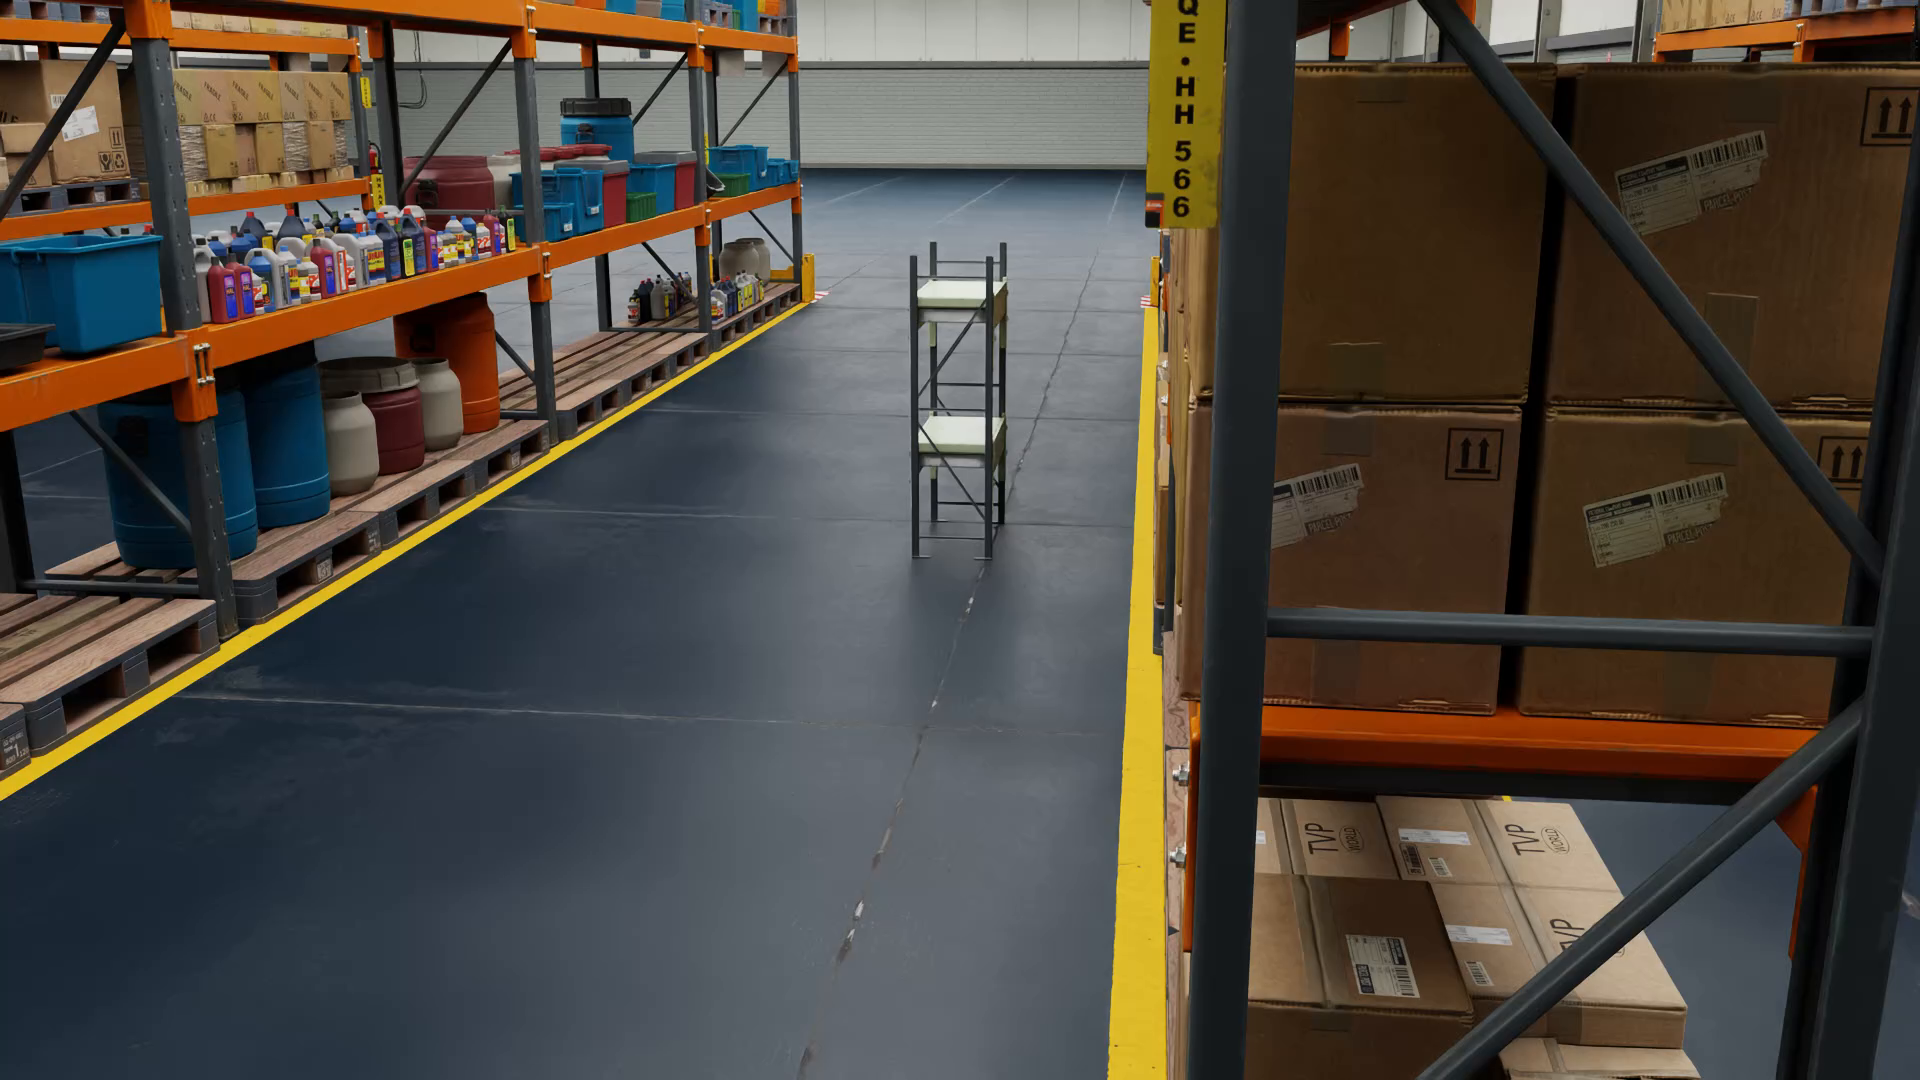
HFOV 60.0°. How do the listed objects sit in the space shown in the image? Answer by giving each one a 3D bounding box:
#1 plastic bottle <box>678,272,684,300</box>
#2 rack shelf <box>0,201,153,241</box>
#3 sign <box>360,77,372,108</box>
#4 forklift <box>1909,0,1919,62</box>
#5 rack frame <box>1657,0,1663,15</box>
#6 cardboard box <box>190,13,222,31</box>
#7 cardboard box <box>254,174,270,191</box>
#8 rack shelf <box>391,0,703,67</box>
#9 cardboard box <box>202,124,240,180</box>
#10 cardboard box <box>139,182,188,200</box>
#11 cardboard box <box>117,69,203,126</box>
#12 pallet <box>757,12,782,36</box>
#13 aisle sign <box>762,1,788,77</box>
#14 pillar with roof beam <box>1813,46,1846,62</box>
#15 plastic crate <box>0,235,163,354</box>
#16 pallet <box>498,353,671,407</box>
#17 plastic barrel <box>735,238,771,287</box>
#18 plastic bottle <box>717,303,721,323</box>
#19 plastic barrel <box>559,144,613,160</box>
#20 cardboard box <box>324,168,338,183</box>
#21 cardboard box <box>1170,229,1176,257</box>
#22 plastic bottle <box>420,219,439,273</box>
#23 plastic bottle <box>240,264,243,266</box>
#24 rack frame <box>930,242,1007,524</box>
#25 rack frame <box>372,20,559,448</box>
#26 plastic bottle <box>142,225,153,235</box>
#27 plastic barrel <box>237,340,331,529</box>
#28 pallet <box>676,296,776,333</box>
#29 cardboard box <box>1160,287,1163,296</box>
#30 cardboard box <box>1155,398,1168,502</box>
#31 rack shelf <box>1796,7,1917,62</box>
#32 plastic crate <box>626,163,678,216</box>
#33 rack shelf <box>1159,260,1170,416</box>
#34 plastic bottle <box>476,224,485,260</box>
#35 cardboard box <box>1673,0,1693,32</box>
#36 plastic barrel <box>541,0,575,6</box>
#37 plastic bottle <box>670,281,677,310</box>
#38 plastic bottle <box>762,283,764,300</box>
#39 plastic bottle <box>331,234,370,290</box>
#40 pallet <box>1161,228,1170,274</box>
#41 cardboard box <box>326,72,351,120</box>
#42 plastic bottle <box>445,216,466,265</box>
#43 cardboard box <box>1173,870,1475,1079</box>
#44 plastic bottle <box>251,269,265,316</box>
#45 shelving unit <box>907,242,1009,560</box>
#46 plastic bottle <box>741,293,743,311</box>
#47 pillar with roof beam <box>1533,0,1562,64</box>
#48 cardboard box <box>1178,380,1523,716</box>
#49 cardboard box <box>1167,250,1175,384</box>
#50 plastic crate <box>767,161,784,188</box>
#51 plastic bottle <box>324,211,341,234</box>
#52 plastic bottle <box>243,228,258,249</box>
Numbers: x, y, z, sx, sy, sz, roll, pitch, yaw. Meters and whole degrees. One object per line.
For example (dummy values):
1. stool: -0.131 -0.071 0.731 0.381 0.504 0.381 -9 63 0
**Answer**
1. plastic bottle: -2.815 -2.539 16.666 0.061 0.283 0.133 2 15 7
2. rack shelf: -7.856 -2.399 13.167 1.077 0.370 4.000 2 15 6
3. sign: -6.630 -4.993 18.556 0.100 0.325 0.005 2 15 6
4. forklift: 4.488 -0.934 6.502 3.031 2.935 1.130 3 15 9
5. rack frame: 7.586 -6.761 16.427 1.000 3.000 0.127 2 15 6
6. cardboard box: -7.270 -4.888 15.532 0.500 0.250 0.500 2 15 6
7. cardboard box: -7.151 -3.580 16.638 0.380 0.149 0.250 2 15 6
8. rack shelf: -2.934 -3.702 12.236 1.077 0.370 4.000 2 15 6
9. cardboard box: -7.427 -3.701 15.840 0.875 0.500 0.500 2 15 6
10. cardboard box: -7.307 -3.191 15.198 0.380 0.149 0.250 2 15 6
11. cardboard box: -7.327 -4.049 15.213 0.500 0.500 0.500 2 15 6
12. pallet: -2.448 -5.302 17.139 1.003 0.211 1.213 2 15 6
13. aisle sign: -1.954 -5.422 17.986 0.394 0.787 0.004 2 15 6
14. pillar with roof beam: 4.089 -6.681 16.130 9.100 9.000 0.400 2 15 6
15. plastic crate: -3.325 -0.935 6.288 0.392 0.384 0.575 2 15 6
16. pallet: -2.894 -1.251 12.885 1.003 0.211 1.213 2 15 6
17. plastic barrel: -2.256 -2.986 17.919 0.421 0.512 0.421 0 15 0
18. plastic bottle: -2.226 -2.077 15.115 0.097 0.201 0.097 0 15 0
19. plastic barrel: -3.035 -2.943 13.541 0.433 0.535 0.433 0 15 0
20. cardboard box: -7.012 -3.970 18.080 0.380 0.149 0.250 2 15 6
21. cardboard box: 0.861 -1.048 4.683 0.500 0.500 0.500 1 15 5
22. plastic bottle: -2.911 -1.612 9.100 0.061 0.283 0.133 2 15 6
23. plastic bottle: -3.265 -1.151 7.554 0.097 0.201 0.097 0 15 0
24. rack frame: 0.042 -0.821 8.824 0.400 1.500 0.023 2 15 6
25. rack frame: -3.160 -2.082 10.616 1.000 3.000 0.127 2 15 6
26. plastic bottle: -3.812 -1.317 7.880 0.144 0.351 0.185 2 15 6
27. plastic barrel: -3.453 -0.559 8.197 0.600 0.901 0.708 2 15 6
28. pallet: -2.456 -2.264 16.629 1.003 0.211 1.213 2 15 6
29. cardboard box: 1.857 -1.889 13.291 0.500 0.311 0.500 2 15 6
30. cardboard box: 1.257 -0.430 8.451 0.500 0.500 0.500 1 15 4
31. rack shelf: 6.909 -3.410 11.157 1.077 0.370 4.000 2 15 6
32. plastic crate: -2.524 -2.817 13.362 0.392 0.384 0.575 2 15 6
33. rack shelf: 1.535 -1.069 8.248 1.077 0.370 4.000 2 15 6
34. plastic bottle: -2.850 -1.754 9.784 0.097 0.201 0.097 0 15 0
35. cardboard box: 7.204 -5.153 15.998 0.500 0.500 0.500 3 15 10
36. plastic barrel: -2.852 -3.979 10.923 0.600 0.901 0.600 0 15 0
37. plastic bottle: -2.760 -2.333 15.906 0.061 0.283 0.133 2 15 6
38. plastic bottle: -2.029 -2.529 16.787 0.097 0.201 0.097 0 15 0
39. plastic bottle: -3.050 -1.394 8.308 0.152 0.276 0.135 2 15 6
40. pallet: 1.754 -1.665 9.440 1.213 0.211 1.003 2 15 6
41. cardboard box: -6.995 -4.827 18.092 0.500 0.500 0.500 2 15 6
42. plastic bottle: -2.883 -1.712 9.494 0.097 0.271 0.097 0 15 0
43. cardboard box: 0.675 0.986 3.216 0.500 0.500 0.500 2 15 6
44. plastic bottle: -3.136 -1.096 7.351 0.097 0.201 0.097 0 15 0
45. shelving unit: 0.001 -0.726 8.473 0.431 1.500 0.755 2 15 6
46. plastic bottle: -2.129 -2.300 15.939 0.097 0.201 0.097 0 15 0
47. pillar with roof beam: 5.443 -9.793 27.640 9.100 9.000 0.400 2 15 6
48. cardboard box: 0.639 -0.033 2.845 0.500 0.500 0.500 2 15 8
49. cardboard box: 0.982 -0.822 5.764 0.500 0.500 0.500 2 15 8
50. plastic crate: -2.096 -3.778 17.173 0.499 0.251 0.408 2 15 6
51. plastic bottle: -3.643 -1.770 9.684 0.061 0.283 0.133 2 15 6
52. plastic bottle: -3.687 -1.479 8.630 0.097 0.271 0.097 0 15 0
